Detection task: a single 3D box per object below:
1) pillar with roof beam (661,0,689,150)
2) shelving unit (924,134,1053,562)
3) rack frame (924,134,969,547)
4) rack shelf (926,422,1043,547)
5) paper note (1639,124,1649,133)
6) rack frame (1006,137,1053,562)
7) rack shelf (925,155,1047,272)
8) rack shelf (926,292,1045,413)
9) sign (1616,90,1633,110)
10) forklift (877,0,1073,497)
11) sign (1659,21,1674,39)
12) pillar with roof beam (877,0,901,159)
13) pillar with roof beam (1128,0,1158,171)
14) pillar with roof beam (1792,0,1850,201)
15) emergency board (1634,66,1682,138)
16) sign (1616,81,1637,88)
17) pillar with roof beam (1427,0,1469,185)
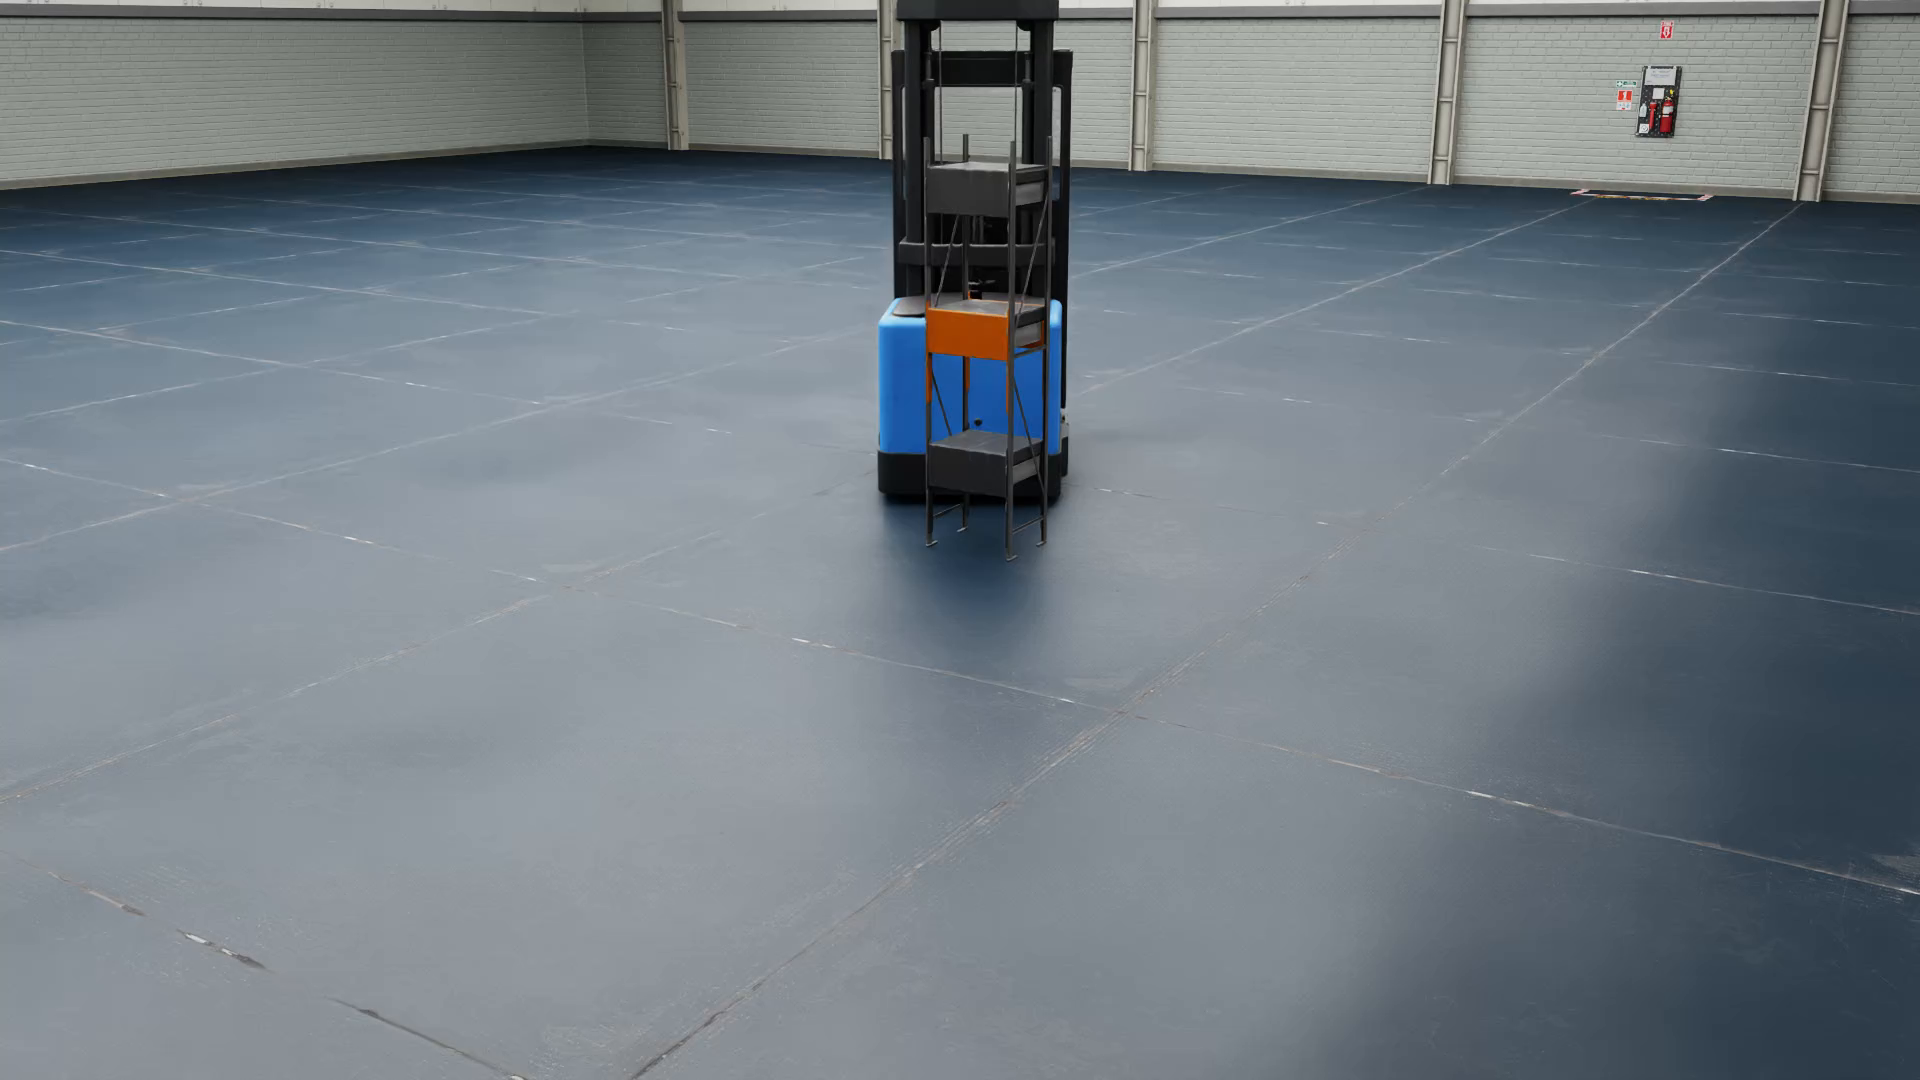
[{"bbox_3d":[-8.877,-12.439,34.349,0.400,9.000,9.100,10,20,30],"label":"pillar with roof beam"},{"bbox_3d":[0.141,-0.979,8.493,0.503,2.100,0.431,10,20,30],"label":"shelving unit"},{"bbox_3d":[-0.067,-1.017,8.615,0.015,2.100,0.400,10,20,30],"label":"rack frame"},{"bbox_3d":[0.141,-0.297,8.701,0.480,0.518,0.431,10,20,30],"label":"rack shelf"},{"bbox_3d":[11.626,-6.992,28.255,0.142,0.148,0.016,10,20,30],"label":"paper note"},{"bbox_3d":[0.349,-0.942,8.371,0.015,2.100,0.400,10,20,30],"label":"rack frame"},{"bbox_3d":[0.141,-1.636,8.294,0.480,0.518,0.431,10,20,30],"label":"rack shelf"},{"bbox_3d":[0.141,-0.966,8.497,0.480,0.518,0.431,10,20,30],"label":"rack shelf"},{"bbox_3d":[11.324,-7.496,28.338,0.234,0.329,0.001,10,20,30],"label":"sign"},{"bbox_3d":[0.148,-2.025,10.505,1.130,2.935,3.031,1,17,4],"label":"forklift"},{"bbox_3d":[11.786,-8.505,27.730,0.199,0.298,0.001,10,20,30],"label":"sign"},{"bbox_3d":[-3.764,-11.527,31.345,0.400,9.000,9.100,10,20,30],"label":"pillar with roof beam"},{"bbox_3d":[1.348,-10.614,28.340,0.400,9.000,9.100,10,20,30],"label":"pillar with roof beam"},{"bbox_3d":[11.574,-8.789,22.332,0.400,9.000,9.100,10,20,30],"label":"pillar with roof beam"},{"bbox_3d":[11.741,-7.370,27.982,0.643,1.169,0.194,10,20,30],"label":"emergency board"},{"bbox_3d":[11.323,-7.747,28.251,0.331,0.109,0.001,10,20,30],"label":"sign"},{"bbox_3d":[6.461,-9.701,25.336,0.400,9.000,9.100,10,20,30],"label":"pillar with roof beam"}]
